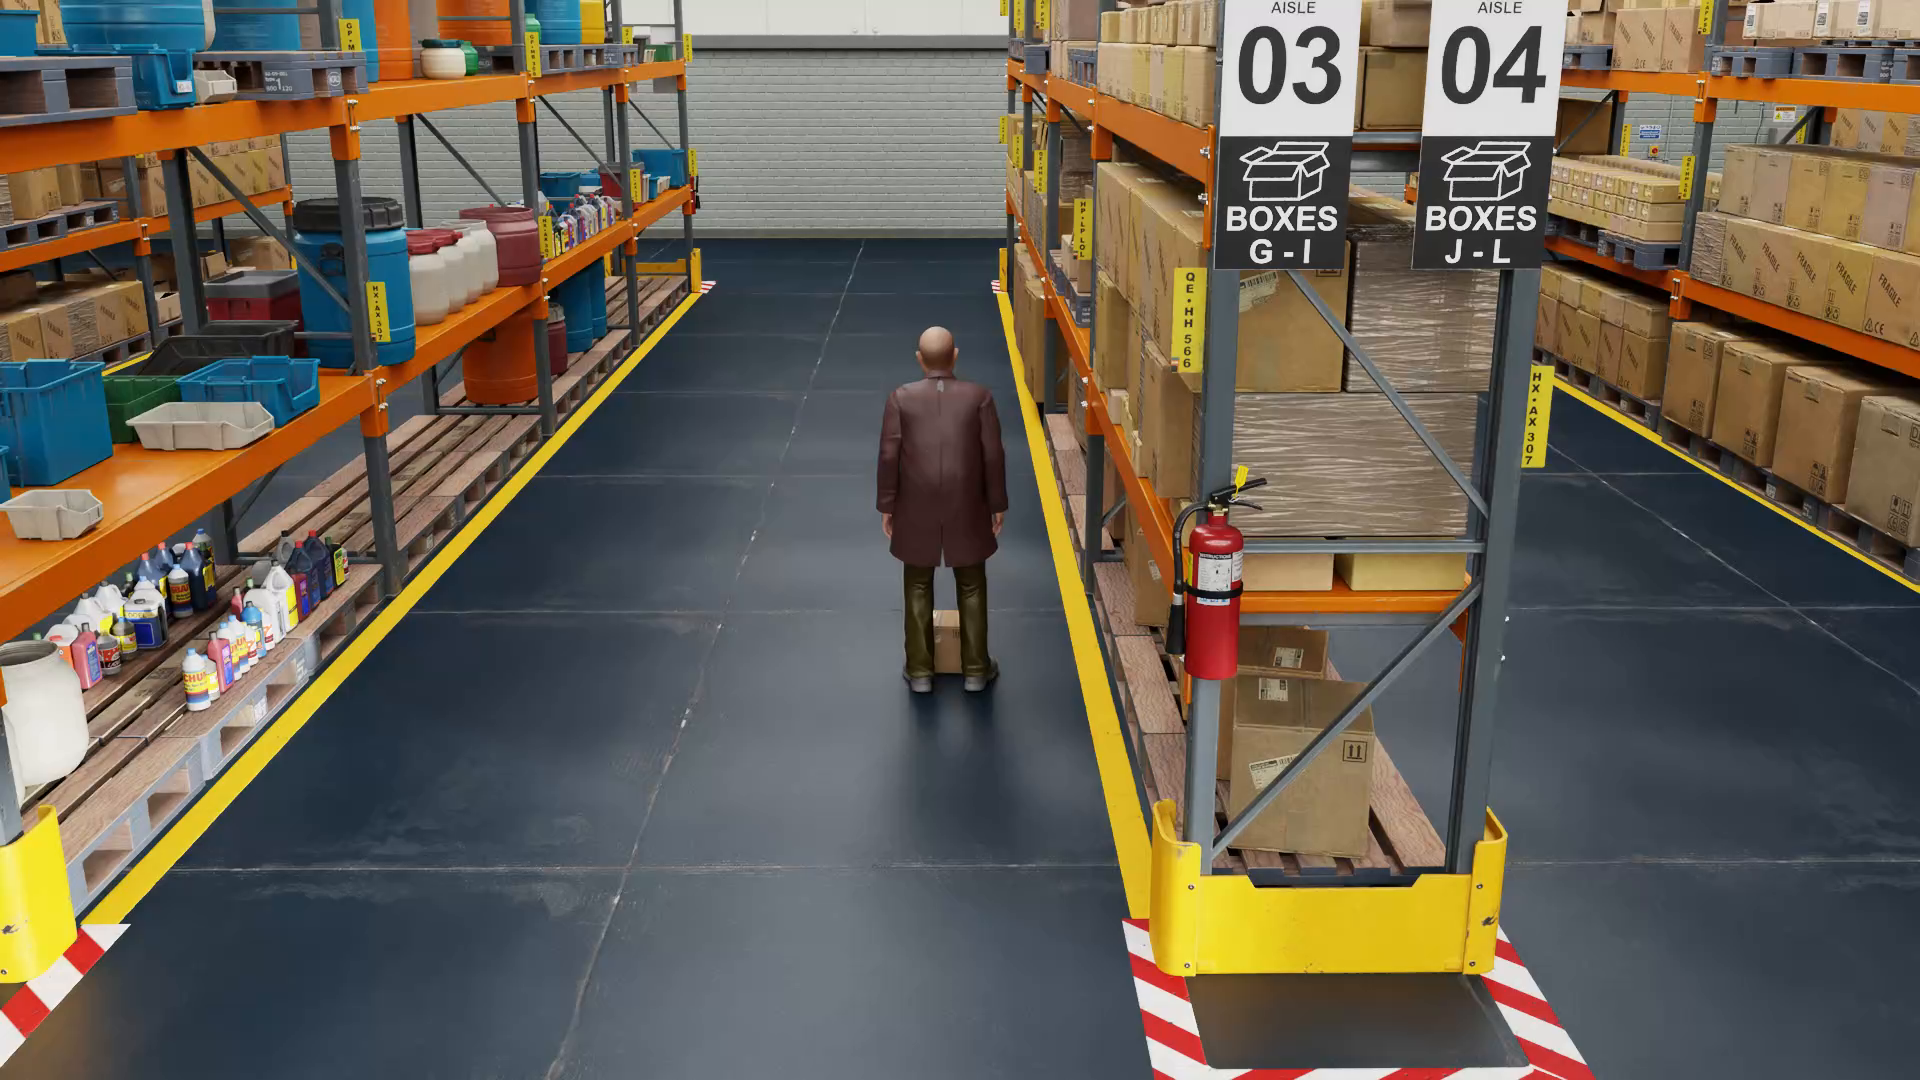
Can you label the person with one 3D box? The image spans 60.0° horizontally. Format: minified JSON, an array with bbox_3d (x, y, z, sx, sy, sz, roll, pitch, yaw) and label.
[{"bbox_3d":[-0.086,-0.139,8.029,0.640,1.773,0.426,0,17,-1],"label":"person"}]
